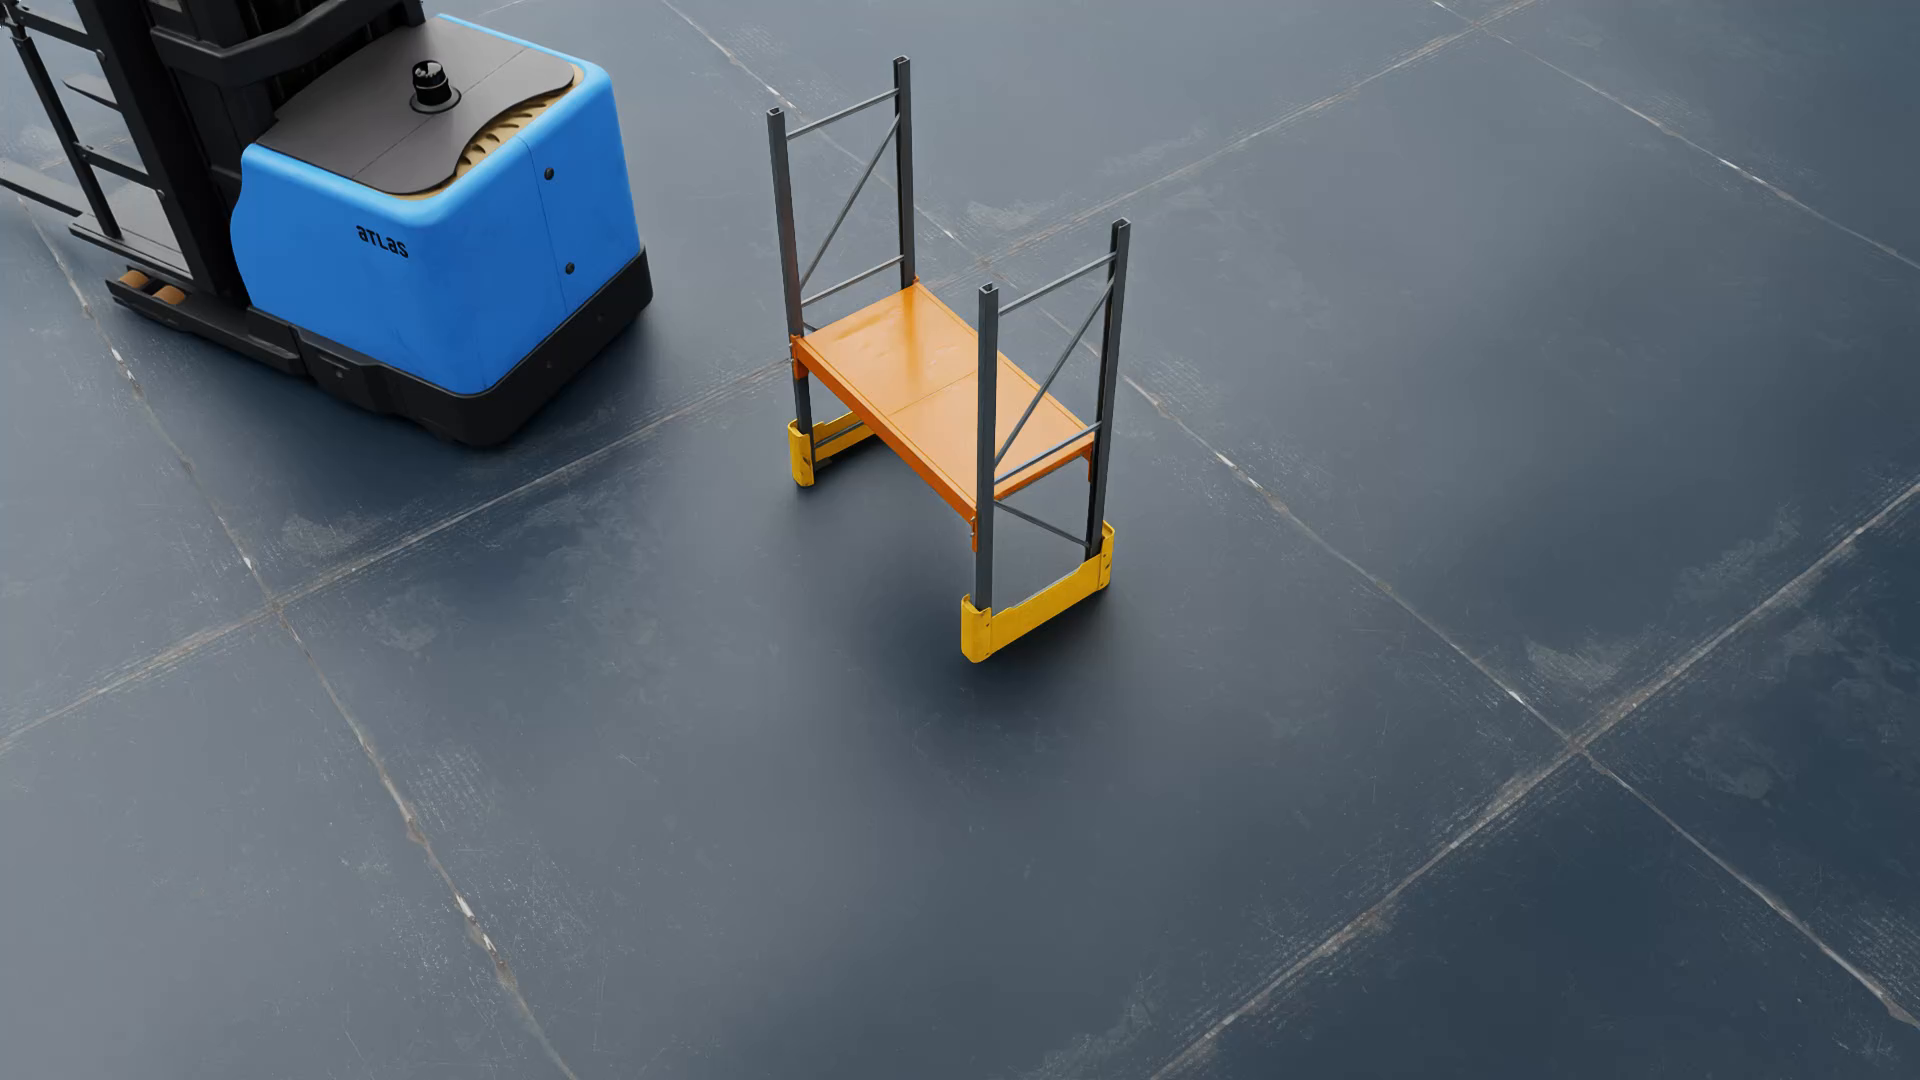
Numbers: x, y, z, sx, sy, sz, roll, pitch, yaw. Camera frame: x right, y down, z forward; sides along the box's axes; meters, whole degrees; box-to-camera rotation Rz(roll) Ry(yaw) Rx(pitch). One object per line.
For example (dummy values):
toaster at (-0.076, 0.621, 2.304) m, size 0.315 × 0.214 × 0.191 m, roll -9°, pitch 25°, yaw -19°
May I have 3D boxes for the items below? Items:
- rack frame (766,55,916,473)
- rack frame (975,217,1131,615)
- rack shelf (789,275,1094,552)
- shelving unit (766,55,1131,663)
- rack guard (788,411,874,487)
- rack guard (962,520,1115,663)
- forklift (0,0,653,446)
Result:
rack frame at (-0.359, -0.854, 5.512) m, size 0.500 × 1.500 × 0.032 m, roll -29°, pitch 54°, yaw -24°
rack frame at (0.256, -0.254, 4.968) m, size 0.500 × 1.500 × 0.032 m, roll -29°, pitch 54°, yaw -24°
rack shelf at (-0.052, -0.433, 5.373) m, size 0.538 × 0.185 × 1.000 m, roll -29°, pitch 54°, yaw -24°
shelving unit at (-0.046, -0.549, 5.235) m, size 0.587 × 1.500 × 1.083 m, roll -29°, pitch 54°, yaw -24°
rack guard at (-0.348, -0.423, 5.964) m, size 0.587 × 0.250 × 0.087 m, roll -29°, pitch 54°, yaw -24°
rack guard at (0.255, 0.165, 5.432) m, size 0.587 × 0.250 × 0.087 m, roll -29°, pitch 54°, yaw -24°
forklift at (-2.743, -2.127, 5.700) m, size 3.031 × 2.935 × 1.130 m, roll 22°, pitch 52°, yaw 19°
